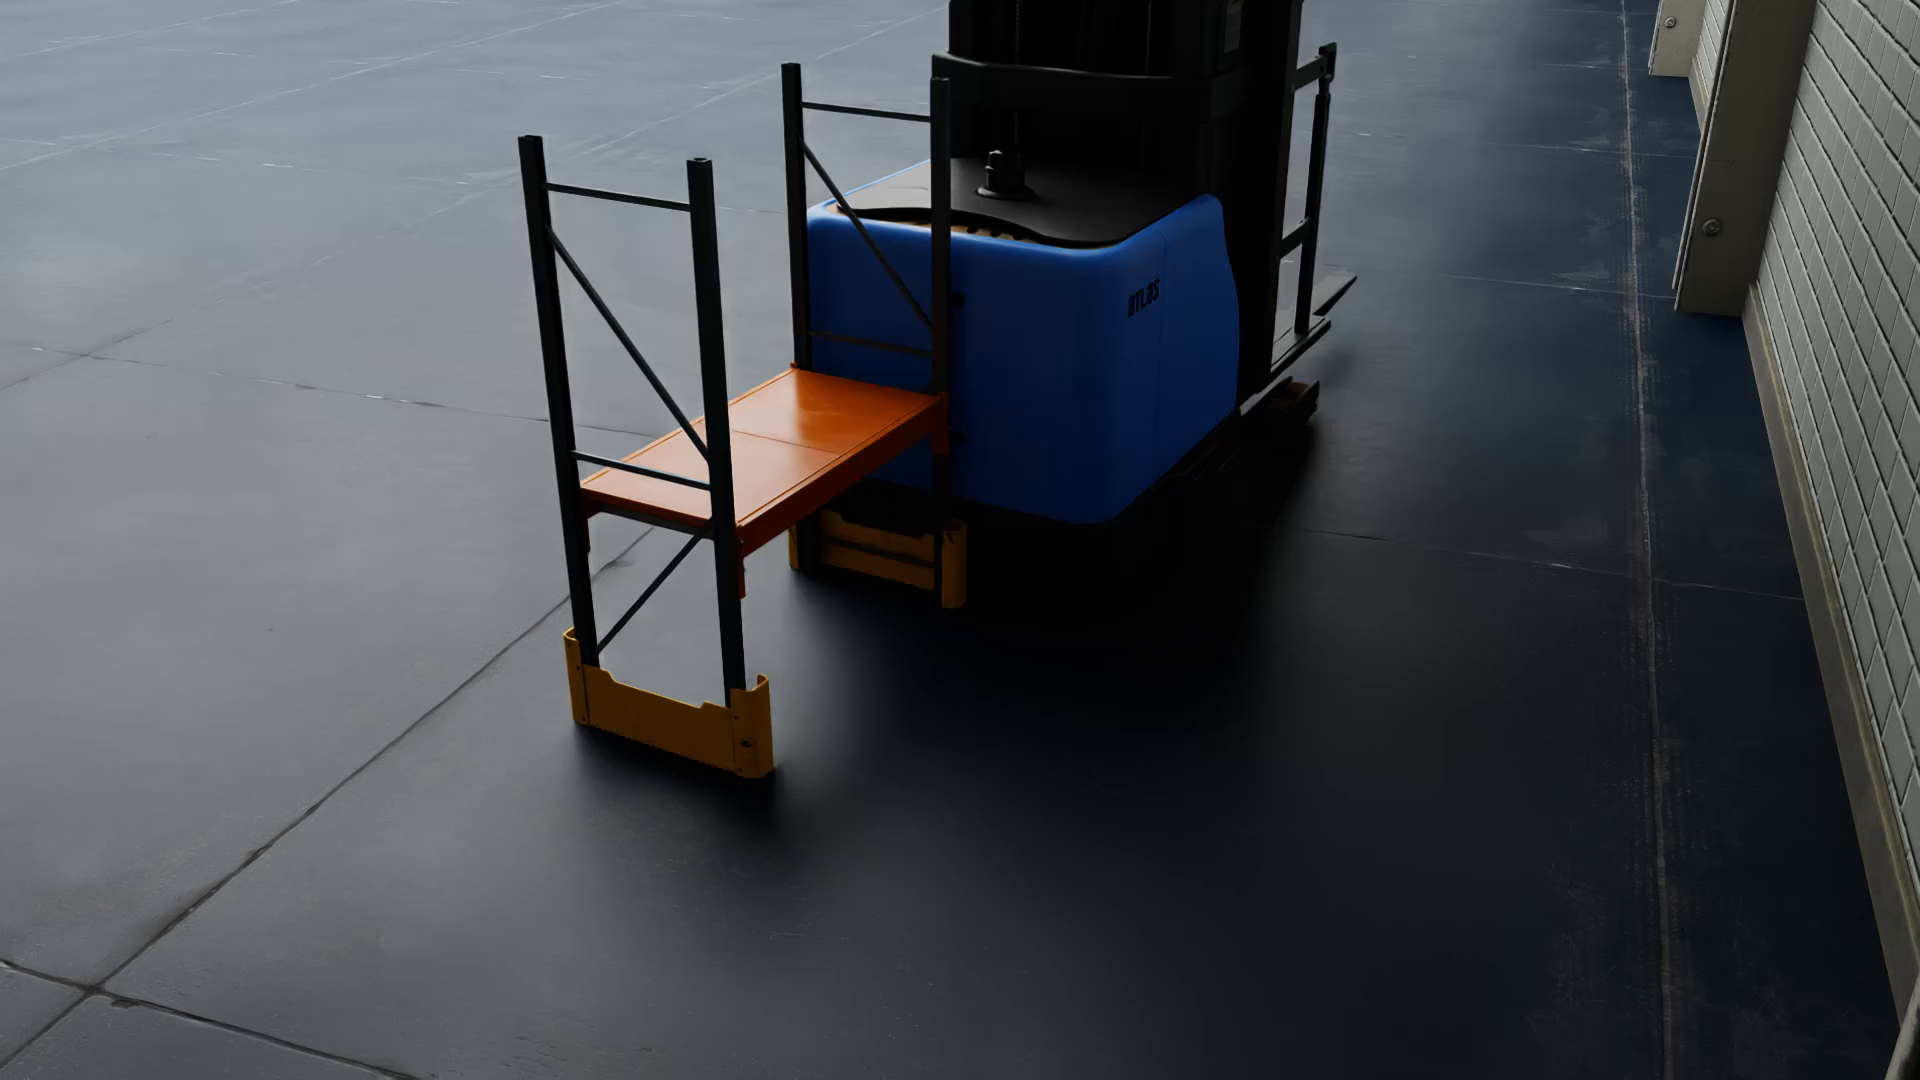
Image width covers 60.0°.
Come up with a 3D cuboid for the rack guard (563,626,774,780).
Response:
[{"bbox_3d":[-0.729,0.398,4.142,0.587,0.250,0.087,13,29,26],"label":"rack guard"}]

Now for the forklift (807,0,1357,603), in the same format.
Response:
[{"bbox_3d":[0.666,-1.746,5.492,1.130,2.935,3.031,13,29,26],"label":"forklift"}]

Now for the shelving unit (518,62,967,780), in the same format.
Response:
[{"bbox_3d":[-0.490,-0.355,4.263,0.587,1.500,1.083,13,29,26],"label":"shelving unit"}]

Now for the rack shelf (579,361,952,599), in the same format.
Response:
[{"bbox_3d":[-0.494,-0.190,4.334,0.538,0.185,1.000,13,29,26],"label":"rack shelf"}]

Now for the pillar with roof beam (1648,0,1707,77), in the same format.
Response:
[{"bbox_3d":[1.307,-8.213,11.887,9.100,9.000,0.400,9,27,17],"label":"pillar with roof beam"}]

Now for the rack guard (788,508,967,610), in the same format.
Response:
[{"bbox_3d":[-0.251,0.017,4.928,0.587,0.250,0.087,13,29,26],"label":"rack guard"}]

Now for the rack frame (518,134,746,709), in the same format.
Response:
[{"bbox_3d":[-0.738,-0.158,3.854,0.500,1.500,0.032,13,29,26],"label":"rack frame"}]

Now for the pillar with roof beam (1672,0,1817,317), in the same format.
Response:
[{"bbox_3d":[-0.690,-5.747,6.794,9.100,9.000,0.400,9,27,17],"label":"pillar with roof beam"}]

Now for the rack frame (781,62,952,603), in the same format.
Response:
[{"bbox_3d":[-0.250,-0.546,4.657,0.500,1.500,0.032,13,29,26],"label":"rack frame"}]
